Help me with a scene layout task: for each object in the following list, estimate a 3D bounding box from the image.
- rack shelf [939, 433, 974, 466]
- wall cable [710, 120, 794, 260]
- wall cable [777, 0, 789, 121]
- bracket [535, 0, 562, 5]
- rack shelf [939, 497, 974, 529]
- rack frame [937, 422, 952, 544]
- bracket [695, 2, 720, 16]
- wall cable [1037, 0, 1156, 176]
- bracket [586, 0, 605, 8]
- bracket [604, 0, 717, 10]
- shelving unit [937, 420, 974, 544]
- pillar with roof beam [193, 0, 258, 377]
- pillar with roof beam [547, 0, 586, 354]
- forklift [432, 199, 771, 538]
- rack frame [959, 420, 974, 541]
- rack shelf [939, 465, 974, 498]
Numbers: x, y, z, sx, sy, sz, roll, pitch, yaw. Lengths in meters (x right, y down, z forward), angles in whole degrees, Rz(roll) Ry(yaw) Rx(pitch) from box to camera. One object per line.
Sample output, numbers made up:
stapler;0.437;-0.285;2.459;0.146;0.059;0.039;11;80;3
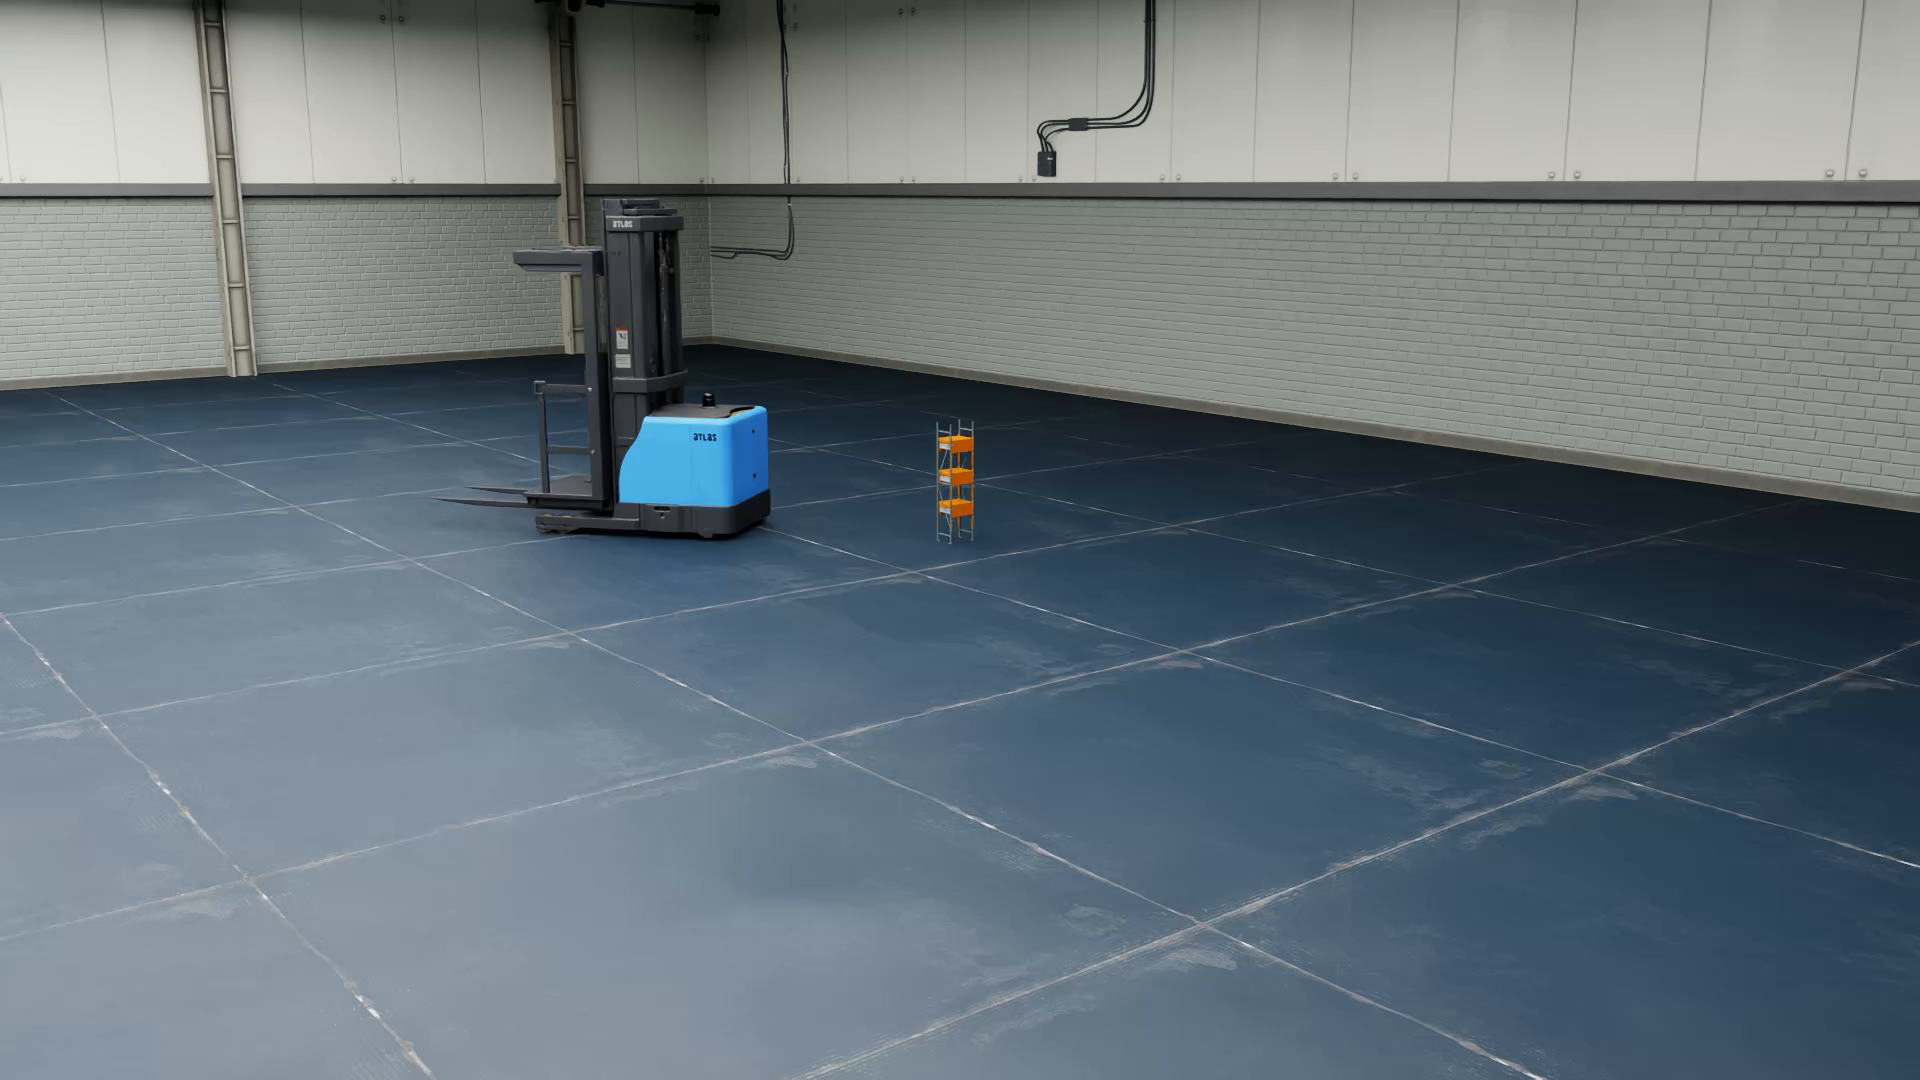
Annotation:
rack shelf;-0.042;-0.774;14.430;0.240;0.259;0.215;-9;15;-38
wall cable;-4.017;-6.544;31.258;0.112;2.526;3.097;-9;15;-38
wall cable;-2.327;-8.576;28.667;0.112;2.526;3.097;-9;15;-38
bracket;-7.246;-9.545;29.247;0.430;0.232;0.235;-9;15;-38
rack shelf;-0.042;-0.224;14.547;0.240;0.259;0.215;-9;15;-38
rack frame;-0.137;-0.491;14.412;0.008;1.050;0.200;-9;15;-38
bracket;-4.747;-9.960;31.202;0.430;0.232;0.235;-9;15;-38
wall cable;1.901;-8.185;23.322;0.169;6.003;2.305;-9;15;-38
bracket;-6.598;-9.652;29.754;0.430;0.232;0.235;-9;15;-38
bracket;-5.209;-9.883;30.841;3.189;0.066;0.076;-9;15;-38
shelving unit;-0.042;-0.507;14.487;0.252;1.050;0.215;-9;15;-38
pillar with roof beam;-9.140;-6.418;23.191;0.400;9.000;9.100;-9;15;-38
pillar with roof beam;-4.454;-7.197;26.857;0.548;9.000;9.100;-9;15;-38
forklift;-3.328;-1.591;15.066;3.031;2.935;1.130;3;12;14
rack frame;0.053;-0.522;14.562;0.008;1.050;0.200;-9;15;-38
rack shelf;-0.042;-0.496;14.489;0.240;0.259;0.215;-9;15;-38
